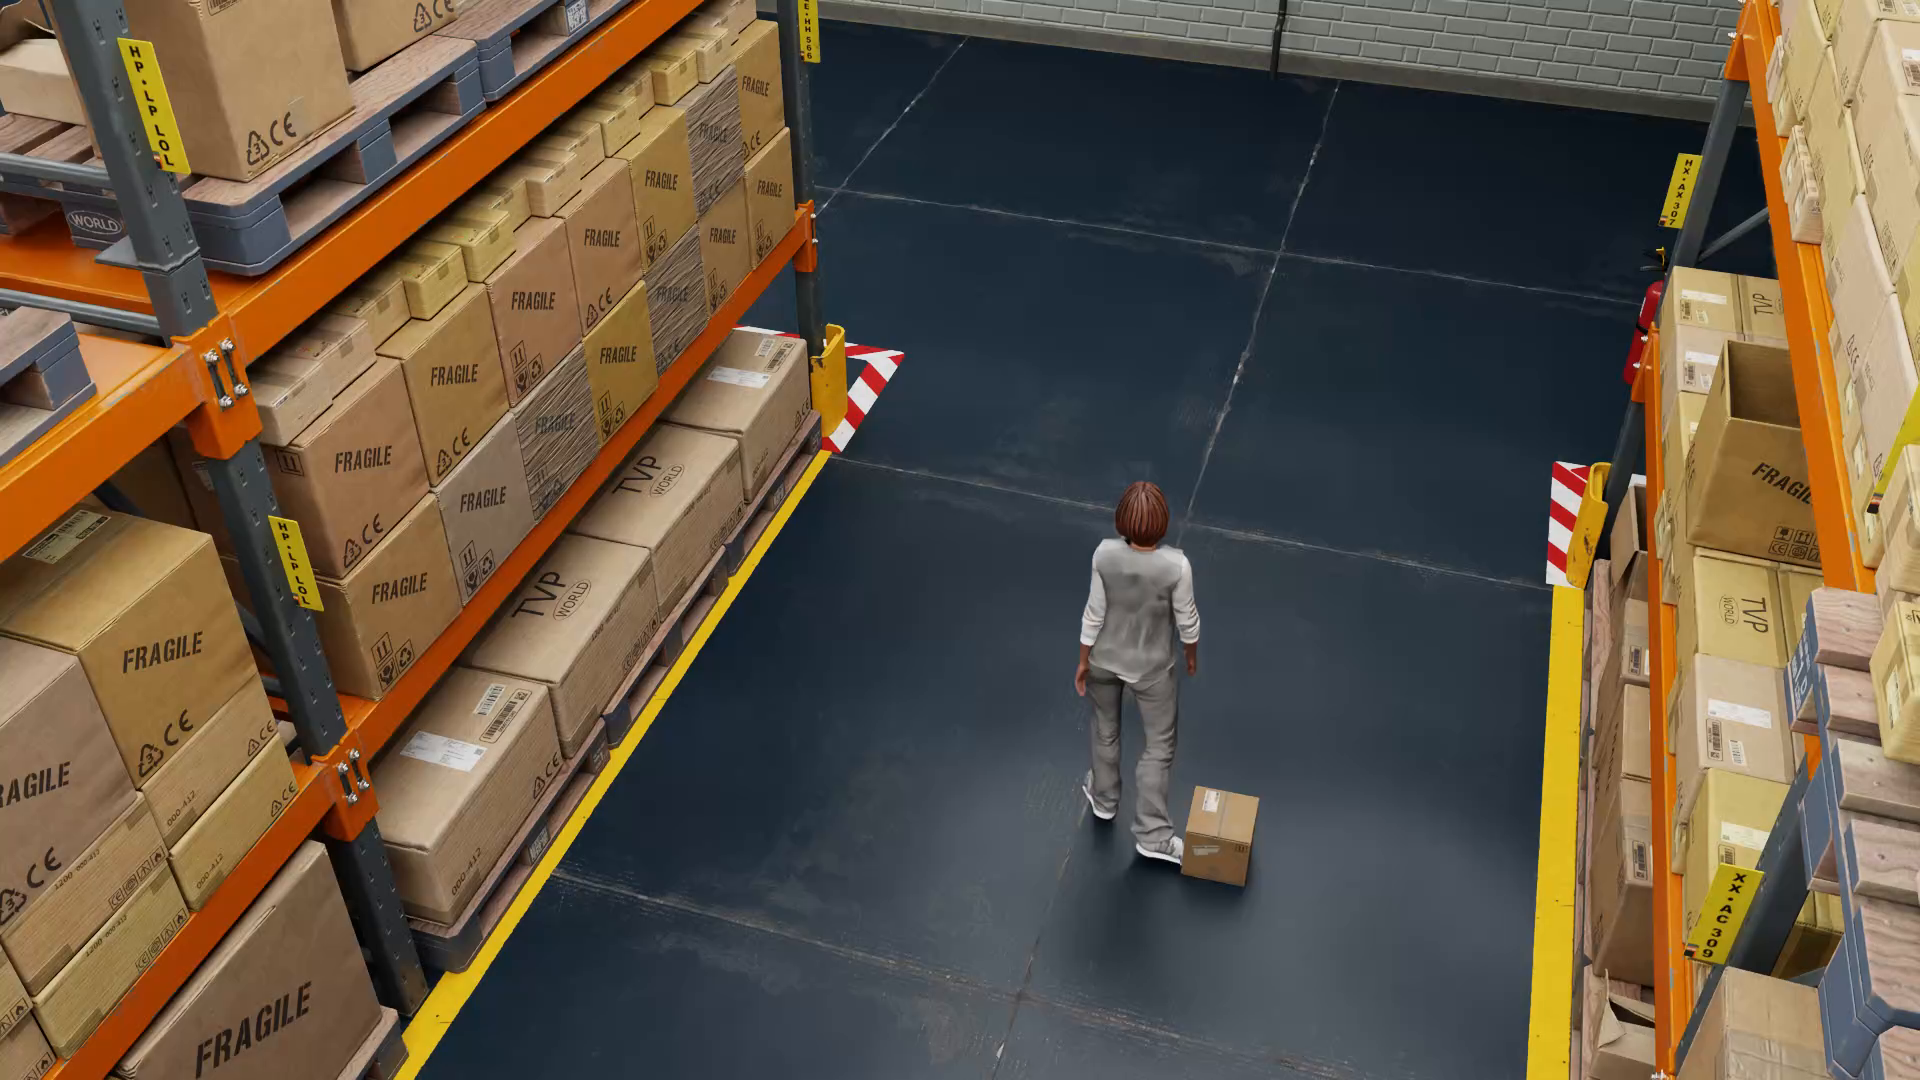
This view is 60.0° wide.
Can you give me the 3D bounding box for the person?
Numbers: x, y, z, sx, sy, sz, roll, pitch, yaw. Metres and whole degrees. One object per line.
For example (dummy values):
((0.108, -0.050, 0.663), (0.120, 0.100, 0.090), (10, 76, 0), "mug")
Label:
((0.727, 0.512, 6.229), (0.588, 1.594, 0.438), (14, 40, 18), "person")
